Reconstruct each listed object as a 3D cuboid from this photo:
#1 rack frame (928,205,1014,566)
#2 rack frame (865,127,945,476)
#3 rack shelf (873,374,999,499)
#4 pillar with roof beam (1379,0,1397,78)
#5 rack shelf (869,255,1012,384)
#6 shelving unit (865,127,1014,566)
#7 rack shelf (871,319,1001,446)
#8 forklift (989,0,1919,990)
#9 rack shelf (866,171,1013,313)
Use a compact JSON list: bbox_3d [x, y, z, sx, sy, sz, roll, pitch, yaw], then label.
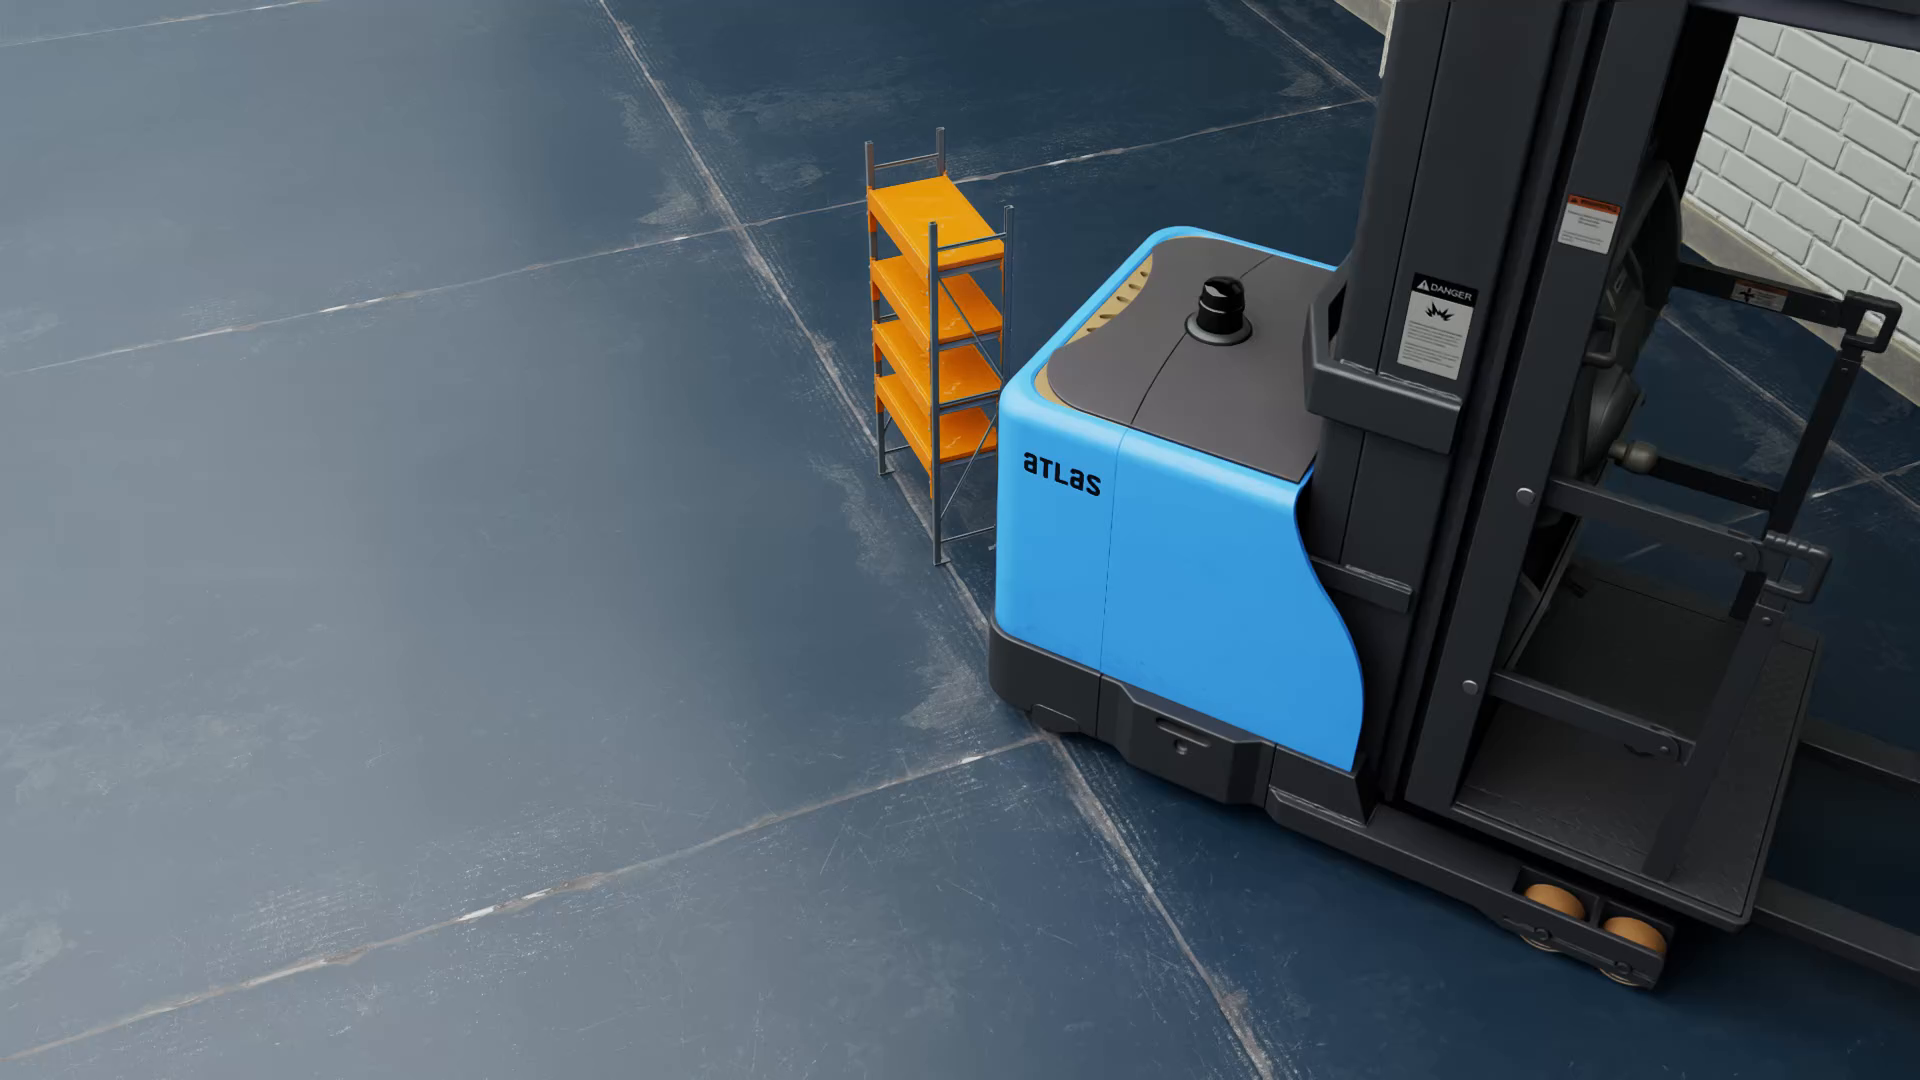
[{"bbox_3d":[0.030,-0.408,4.804,0.240,1.200,0.015,-15,43,-17],"label":"rack frame"},{"bbox_3d":[-0.157,-0.702,5.146,0.240,1.200,0.015,-15,43,-17],"label":"rack frame"},{"bbox_3d":[-0.063,-0.353,5.148,0.258,0.148,0.480,-15,43,-17],"label":"rack shelf"},{"bbox_3d":[-1.803,-4.434,3.505,9.100,9.000,0.400,-15,43,-17],"label":"pillar with roof beam"},{"bbox_3d":[-0.063,-0.673,4.873,0.258,0.148,0.480,-15,43,-17],"label":"rack shelf"},{"bbox_3d":[-0.063,-0.555,4.975,0.258,1.200,0.503,-15,43,-17],"label":"shelving unit"},{"bbox_3d":[-0.063,-0.504,5.019,0.258,0.148,0.480,-15,43,-17],"label":"rack shelf"},{"bbox_3d":[1.614,-0.440,3.514,3.031,2.935,1.130,21,45,22],"label":"forklift"},{"bbox_3d":[-0.063,-0.853,4.719,0.258,0.148,0.480,-15,43,-17],"label":"rack shelf"}]
